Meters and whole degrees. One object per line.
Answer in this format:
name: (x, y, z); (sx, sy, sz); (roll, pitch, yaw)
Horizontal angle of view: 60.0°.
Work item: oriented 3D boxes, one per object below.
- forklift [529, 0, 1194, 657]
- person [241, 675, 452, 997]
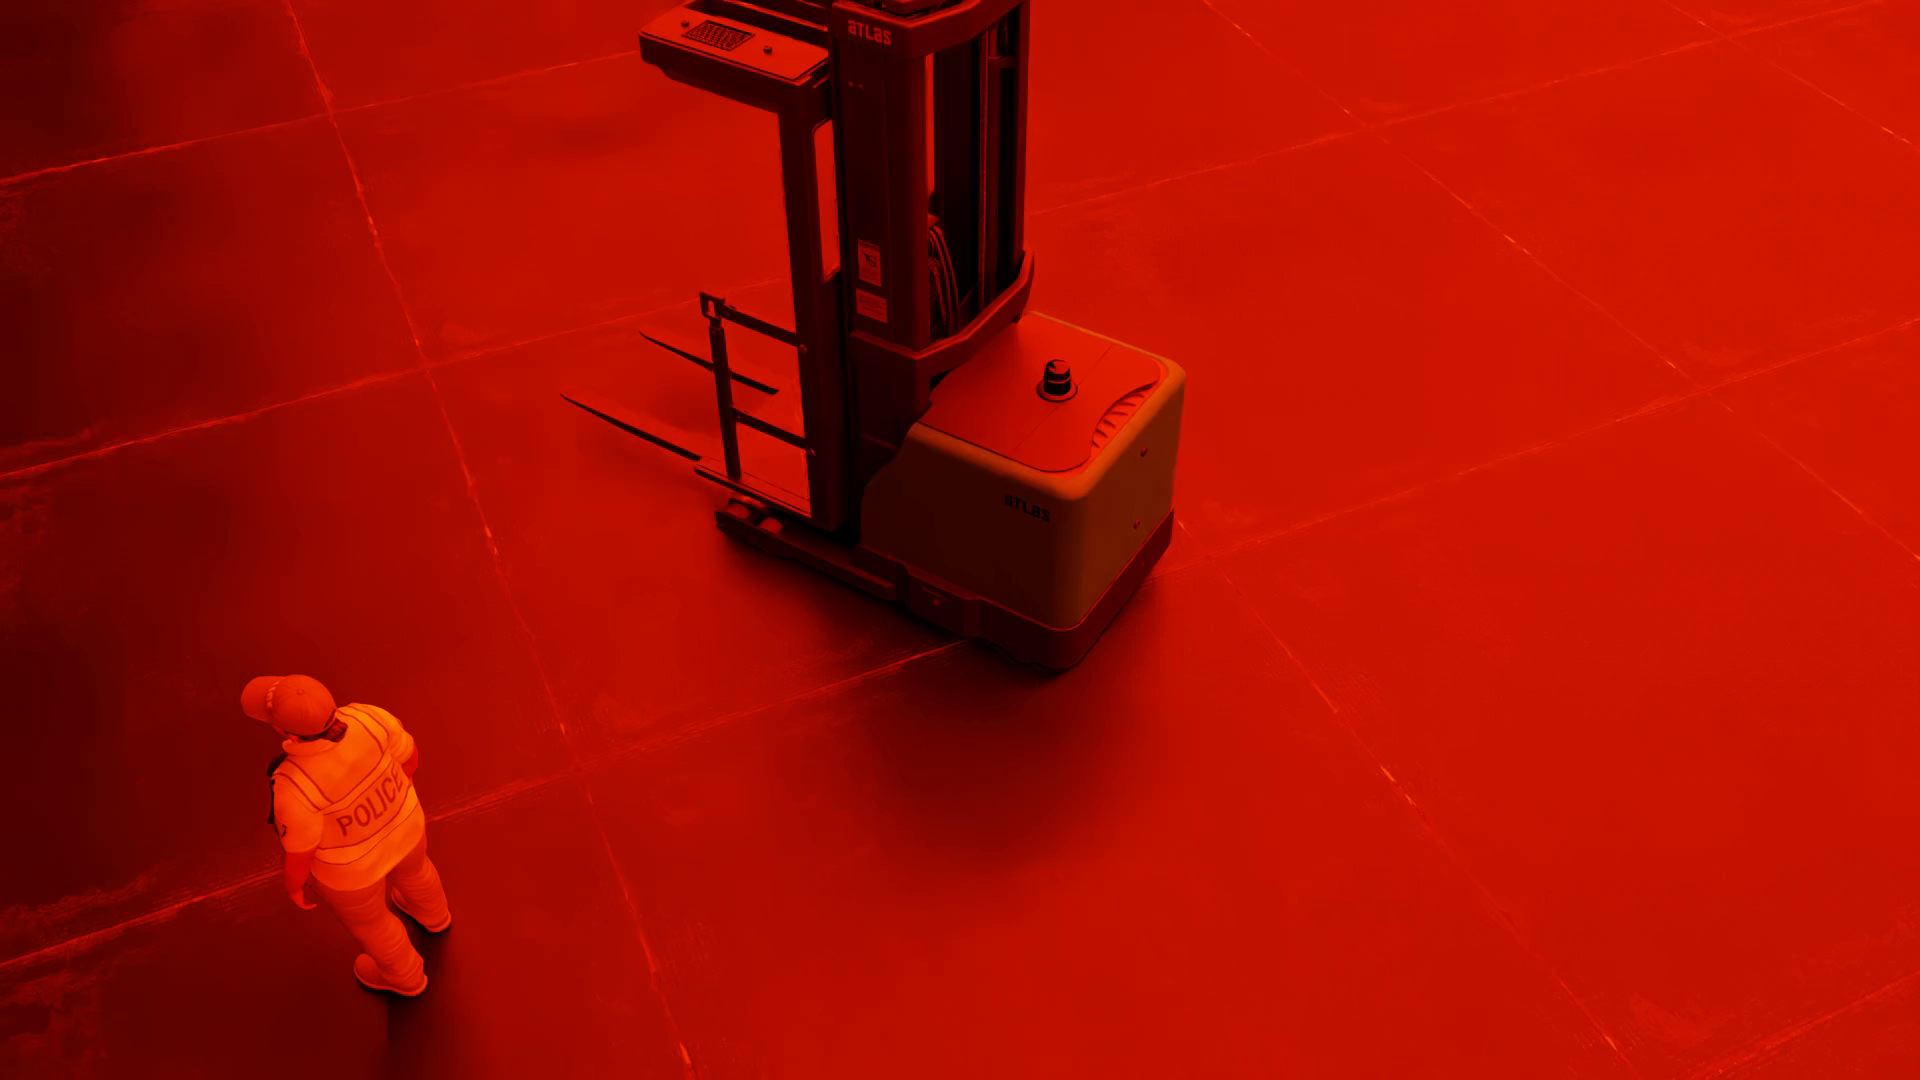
forklift: (-0.547, -1.206, 6.972); (3.031, 2.935, 1.130); (15, 45, 16)
person: (-2.053, 0.962, 5.566); (0.531, 1.670, 0.596); (22, 47, 22)
